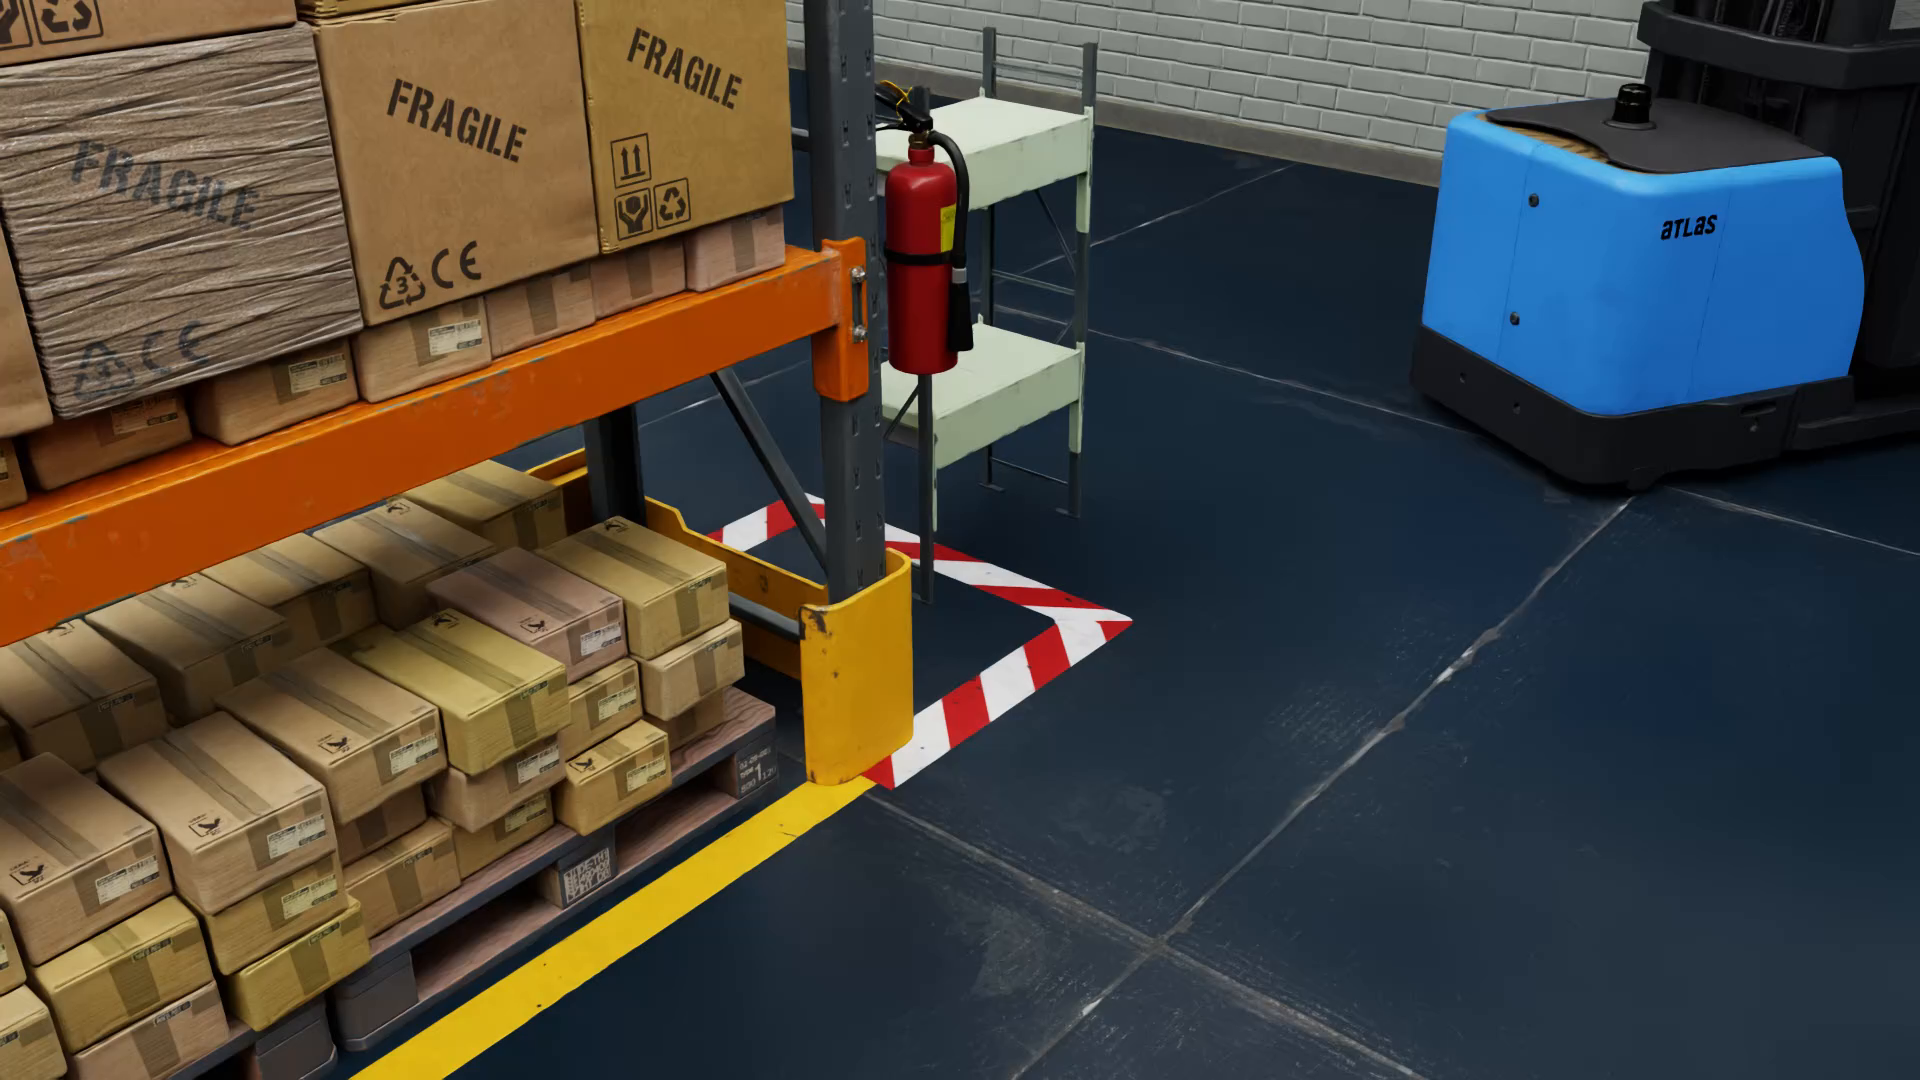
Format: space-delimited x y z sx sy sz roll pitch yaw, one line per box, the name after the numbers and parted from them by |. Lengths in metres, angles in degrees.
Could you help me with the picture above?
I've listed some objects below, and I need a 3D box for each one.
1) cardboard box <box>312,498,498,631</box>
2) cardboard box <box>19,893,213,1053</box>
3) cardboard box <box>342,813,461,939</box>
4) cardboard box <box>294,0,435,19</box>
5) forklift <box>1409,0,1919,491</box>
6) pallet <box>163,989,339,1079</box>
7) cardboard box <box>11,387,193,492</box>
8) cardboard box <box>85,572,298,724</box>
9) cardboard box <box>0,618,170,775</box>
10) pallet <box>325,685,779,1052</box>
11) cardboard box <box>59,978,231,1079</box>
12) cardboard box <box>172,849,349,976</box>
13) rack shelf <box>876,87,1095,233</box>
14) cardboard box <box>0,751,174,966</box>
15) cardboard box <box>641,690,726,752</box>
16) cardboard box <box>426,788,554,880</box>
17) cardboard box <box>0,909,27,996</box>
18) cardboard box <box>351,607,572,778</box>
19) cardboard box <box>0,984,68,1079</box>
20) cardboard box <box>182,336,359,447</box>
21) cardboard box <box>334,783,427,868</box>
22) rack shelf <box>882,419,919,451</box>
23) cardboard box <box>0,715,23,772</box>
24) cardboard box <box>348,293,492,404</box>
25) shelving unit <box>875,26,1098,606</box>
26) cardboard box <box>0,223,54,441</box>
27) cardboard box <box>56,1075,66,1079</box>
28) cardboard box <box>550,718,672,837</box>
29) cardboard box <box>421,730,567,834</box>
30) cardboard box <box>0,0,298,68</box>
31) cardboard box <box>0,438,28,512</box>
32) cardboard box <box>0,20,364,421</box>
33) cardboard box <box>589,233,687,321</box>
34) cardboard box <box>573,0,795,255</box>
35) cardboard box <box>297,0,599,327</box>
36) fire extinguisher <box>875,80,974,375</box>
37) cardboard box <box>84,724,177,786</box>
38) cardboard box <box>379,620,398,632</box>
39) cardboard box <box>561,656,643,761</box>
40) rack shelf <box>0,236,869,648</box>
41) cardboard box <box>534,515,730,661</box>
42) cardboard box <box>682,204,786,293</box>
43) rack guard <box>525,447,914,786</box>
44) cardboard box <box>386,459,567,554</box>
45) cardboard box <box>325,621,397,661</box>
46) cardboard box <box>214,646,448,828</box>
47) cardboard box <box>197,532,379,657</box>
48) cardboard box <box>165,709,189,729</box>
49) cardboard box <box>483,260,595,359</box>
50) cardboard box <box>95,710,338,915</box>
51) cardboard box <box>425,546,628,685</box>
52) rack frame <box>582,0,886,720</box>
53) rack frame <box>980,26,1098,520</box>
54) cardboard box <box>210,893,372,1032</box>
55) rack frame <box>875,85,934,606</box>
-1.283 0.061 3.867 0.380 0.149 0.250 21 34 35 | cardboard box
-1.546 0.701 2.952 0.380 0.149 0.250 23 35 37 | cardboard box
-1.245 0.634 3.406 0.380 0.149 0.250 21 34 35 | cardboard box
-1.026 -1.180 2.746 0.500 0.500 0.500 19 33 33 | cardboard box
3.255 -1.849 5.704 3.031 2.867 1.129 -10 29 -19 | forklift
-1.973 0.999 3.088 1.003 0.211 1.213 21 34 34 | pallet
-1.481 -0.234 2.710 0.380 0.149 0.250 19 33 32 | cardboard box
-1.636 0.225 3.550 0.380 0.149 0.250 19 33 32 | cardboard box
-1.819 0.320 3.365 0.380 0.149 0.250 22 35 36 | cardboard box
-1.197 0.569 3.921 1.003 0.211 1.213 21 34 34 | pallet
-1.549 0.833 3.020 0.380 0.149 0.250 22 34 35 | cardboard box
-1.369 0.616 3.117 0.380 0.149 0.250 21 34 35 | cardboard box
-0.004 -1.010 4.721 0.431 0.370 0.720 21 34 34 | rack shelf
-1.611 0.550 2.920 0.380 0.149 0.250 19 33 33 | cardboard box
-0.778 0.353 3.949 0.380 0.149 0.250 21 34 35 | cardboard box
-1.098 0.542 3.583 0.380 0.149 0.250 21 34 34 | cardboard box
-1.756 0.651 2.725 0.380 0.149 0.250 21 34 35 | cardboard box
-1.017 0.304 3.396 0.380 0.149 0.250 20 33 33 | cardboard box
-1.700 0.807 2.747 0.380 0.149 0.250 21 34 35 | cardboard box
-1.264 -0.312 2.862 0.380 0.149 0.250 19 33 32 | cardboard box
-1.300 0.494 3.353 0.380 0.149 0.250 20 34 34 | cardboard box
-0.004 -0.438 5.018 0.332 0.071 0.664 21 34 34 | rack shelf
-2.022 0.400 3.210 0.380 0.149 0.250 21 34 35 | cardboard box
-1.073 -0.397 3.026 0.380 0.149 0.250 22 34 36 | cardboard box
-0.004 -0.664 4.901 0.431 1.500 0.755 21 34 34 | shelving unit
-1.664 -0.379 2.285 0.500 0.500 0.500 23 35 37 | cardboard box
-1.767 0.901 2.889 0.380 0.149 0.250 22 34 36 | cardboard box
-0.864 0.474 3.715 0.380 0.149 0.250 22 35 36 | cardboard box
-1.049 0.429 3.479 0.380 0.149 0.250 19 33 32 | cardboard box
-1.350 -0.993 2.385 0.500 0.500 0.500 23 35 37 | cardboard box
-1.637 -0.135 2.519 0.380 0.149 0.250 21 34 35 | cardboard box
-1.338 -0.553 2.621 0.500 0.500 0.500 21 34 35 | cardboard box
-0.781 -0.587 3.394 0.380 0.149 0.250 21 34 34 | cardboard box
-0.692 -0.916 3.324 0.500 0.500 0.500 22 34 35 | cardboard box
-1.023 -0.735 2.974 0.500 0.500 0.500 20 33 34 | cardboard box
-0.088 -0.729 3.884 0.296 0.674 0.183 21 34 34 | fire extinguisher
-1.783 0.458 3.421 0.380 0.149 0.250 19 33 32 | cardboard box
-1.354 0.165 3.989 0.380 0.149 0.250 21 34 34 | cardboard box
-0.928 0.321 3.687 0.380 0.149 0.250 20 33 33 | cardboard box
-1.877 0.054 2.663 1.077 0.370 4.000 21 34 34 | rack shelf
-0.746 0.103 3.785 0.380 0.149 0.250 21 34 35 | cardboard box
-0.594 -0.665 3.543 0.380 0.149 0.250 21 34 34 | cardboard box
-0.653 0.163 4.391 1.175 0.500 0.348 21 34 34 | rack guard
-1.200 -0.072 4.124 0.380 0.149 0.250 19 33 32 | cardboard box
-1.441 0.277 3.771 0.380 0.149 0.250 21 34 35 | cardboard box
-1.230 0.377 3.254 0.380 0.149 0.250 19 33 32 | cardboard box
-1.542 0.112 3.766 0.380 0.149 0.250 21 34 34 | cardboard box
-1.688 0.336 3.657 0.380 0.149 0.250 22 35 36 | cardboard box
-0.929 -0.494 3.214 0.380 0.149 0.250 20 34 34 | cardboard box
-1.358 0.489 3.038 0.380 0.149 0.250 22 35 36 | cardboard box
-0.950 0.175 3.645 0.380 0.149 0.250 22 34 35 | cardboard box
-0.605 -0.974 3.869 1.000 3.000 0.127 21 34 34 | rack frame
0.229 -0.794 5.152 0.400 1.500 0.023 21 34 34 | rack frame
-1.359 0.742 3.196 0.380 0.149 0.250 19 33 32 | cardboard box
-0.237 -0.534 4.650 0.400 1.500 0.023 21 34 34 | rack frame
